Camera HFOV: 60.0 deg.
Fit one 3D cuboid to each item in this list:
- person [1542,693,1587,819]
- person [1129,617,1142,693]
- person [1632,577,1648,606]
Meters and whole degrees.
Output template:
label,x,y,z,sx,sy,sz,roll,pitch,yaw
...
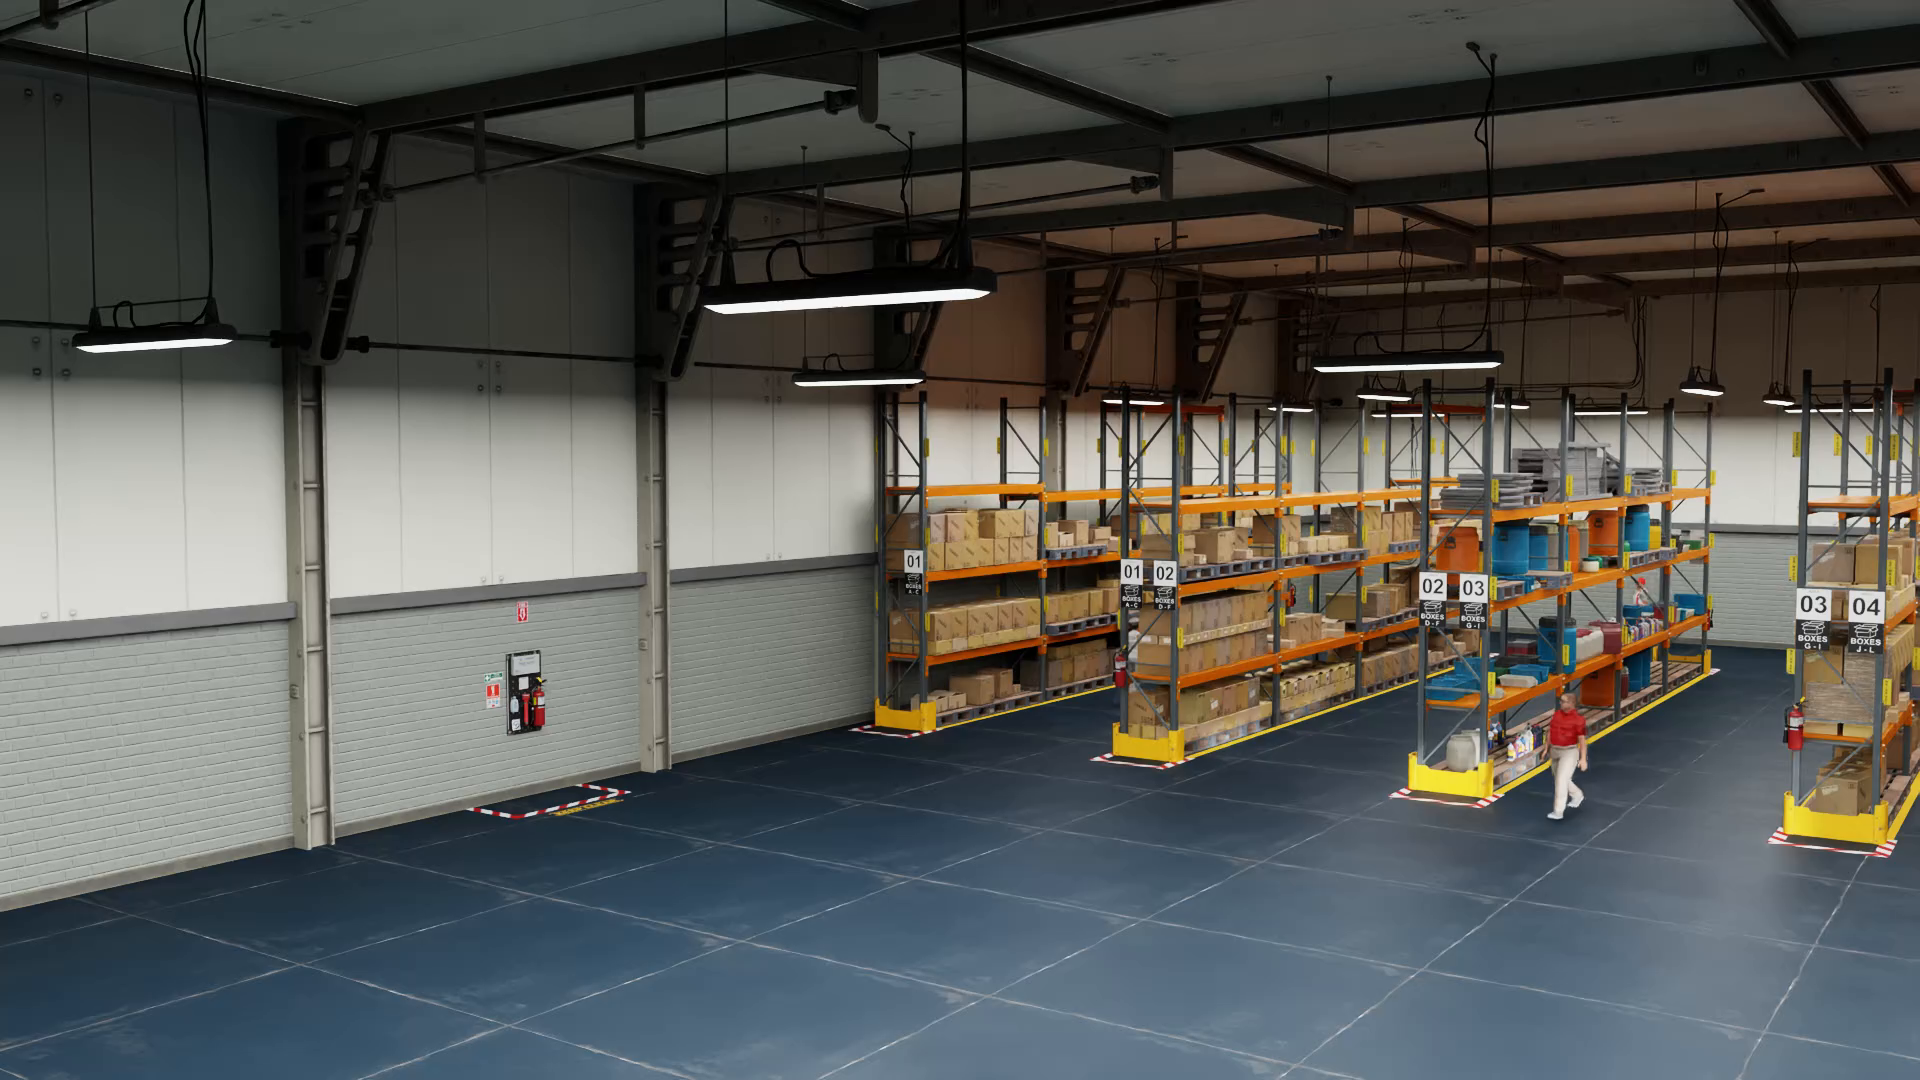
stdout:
label,x,y,z,sx,sy,sz,roll,pitch,yaw
person,8.204,2.897,22.563,1.012,1.676,0.628,-2,4,-34
person,3.384,2.363,32.544,0.513,1.682,0.487,3,4,44
person,16.931,1.810,41.272,0.652,1.778,0.525,1,3,16
